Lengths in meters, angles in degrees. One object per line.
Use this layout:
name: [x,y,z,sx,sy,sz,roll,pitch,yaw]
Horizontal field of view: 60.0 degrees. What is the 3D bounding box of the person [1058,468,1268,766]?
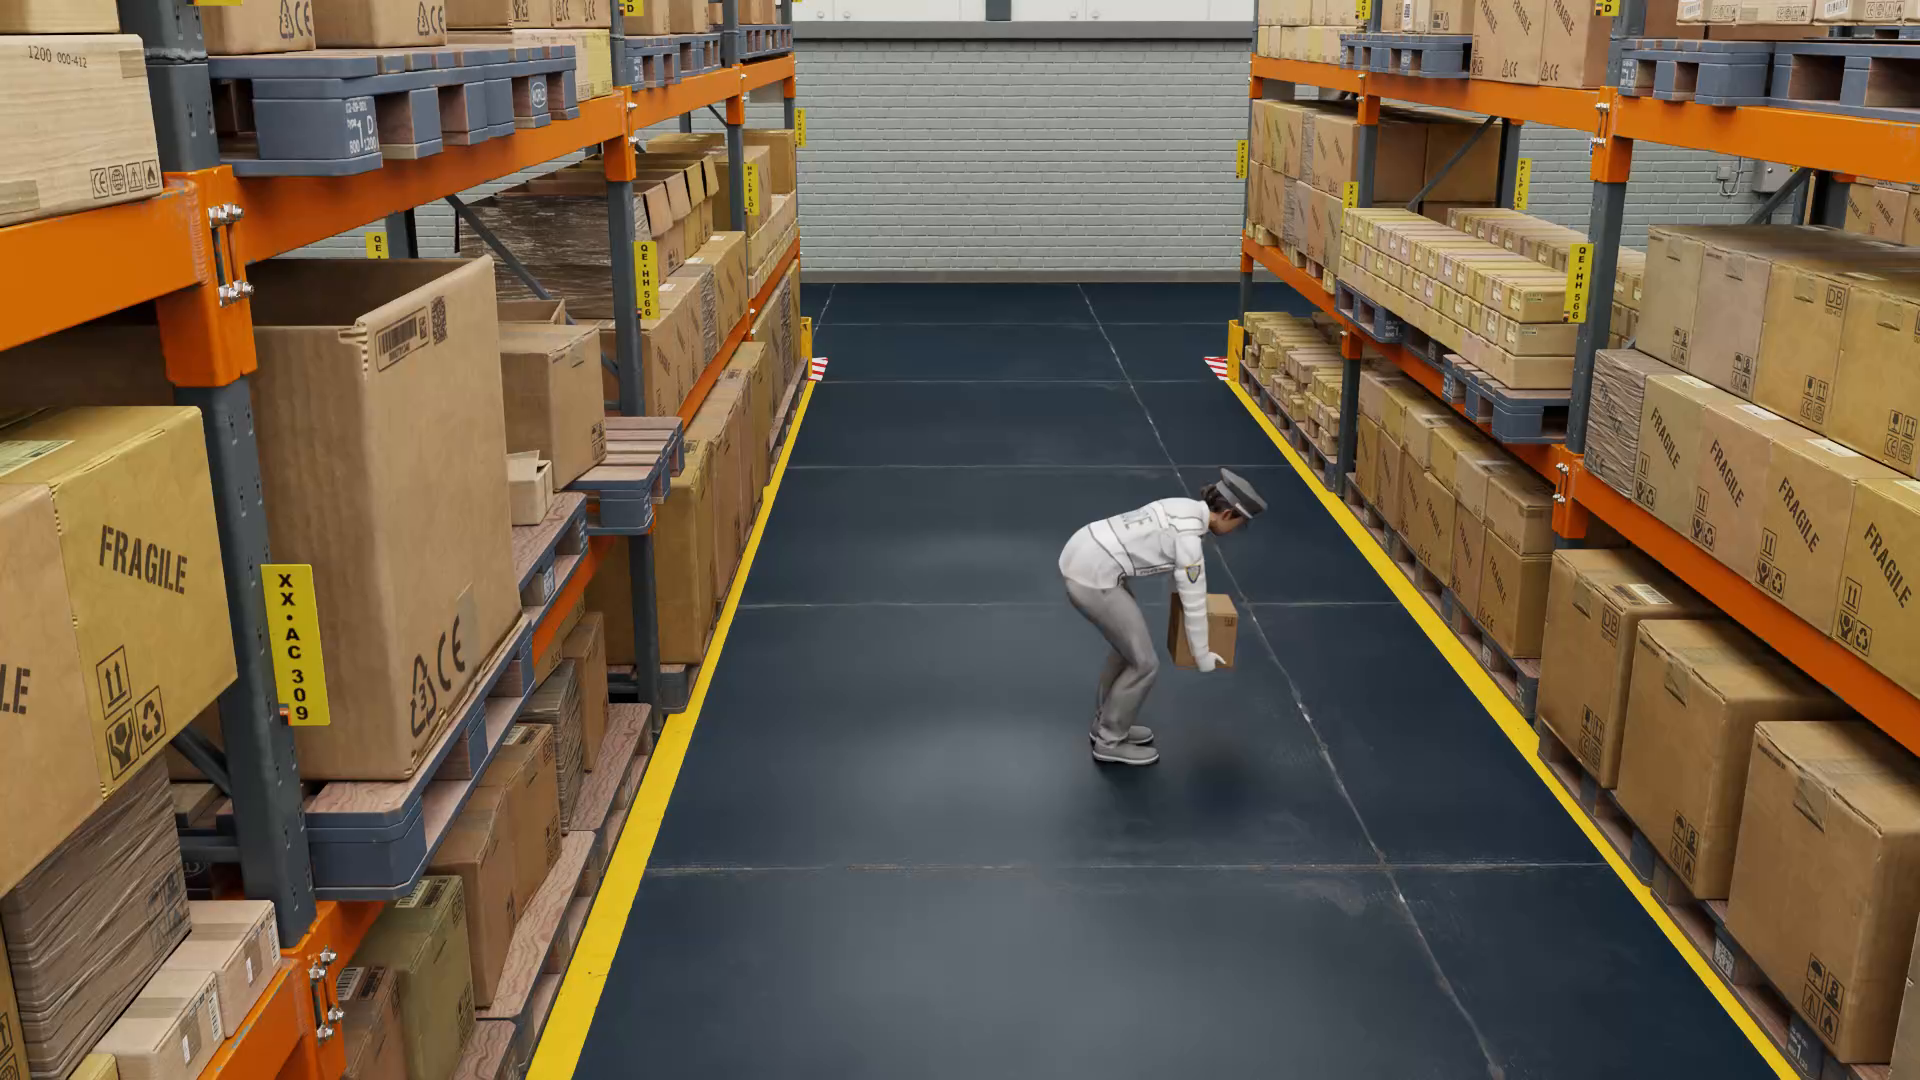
person: [0.866,0.322,7.182,0.887,1.270,0.420,-1,17,-3]
